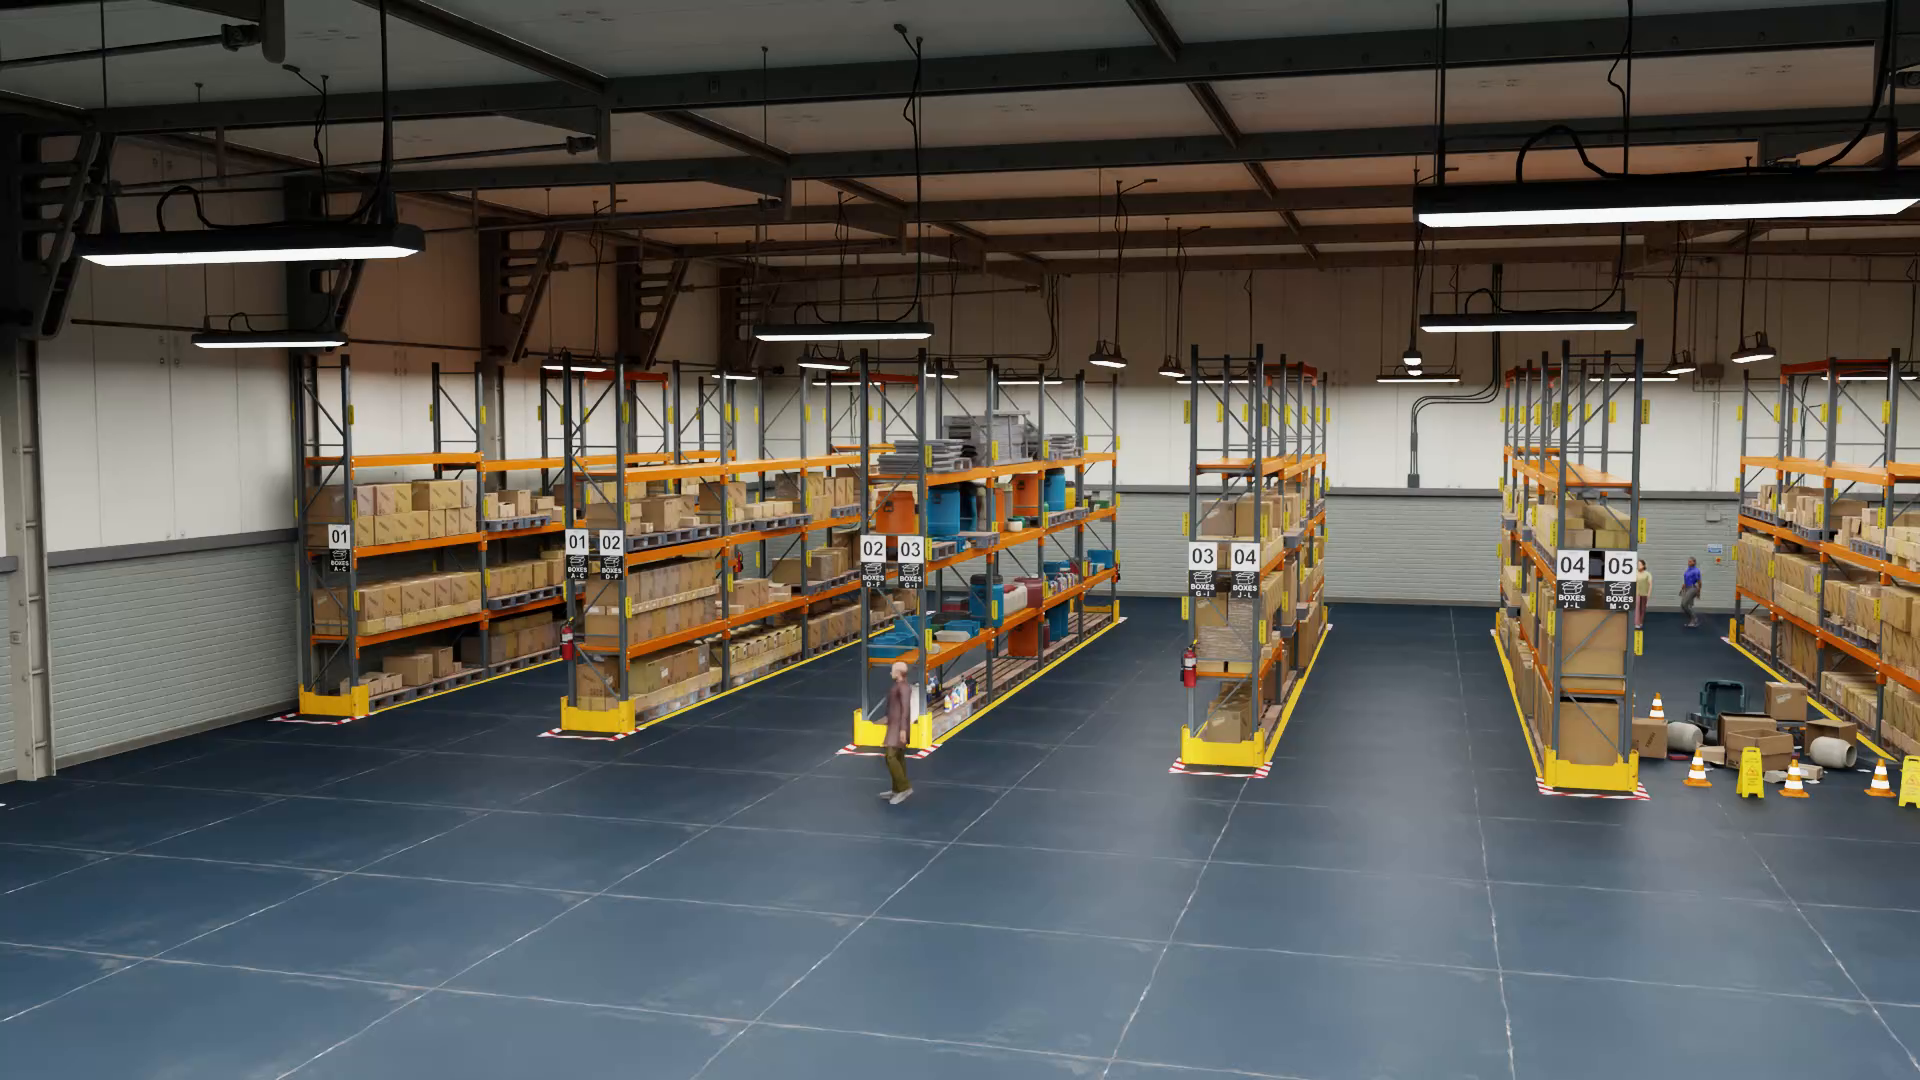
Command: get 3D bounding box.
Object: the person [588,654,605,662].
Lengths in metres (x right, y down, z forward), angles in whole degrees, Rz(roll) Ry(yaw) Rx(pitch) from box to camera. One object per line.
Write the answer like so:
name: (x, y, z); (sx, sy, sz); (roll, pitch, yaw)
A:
person: (-7.361, 1.625, 33.772); (0.449, 1.684, 0.508); (1, 4, 8)

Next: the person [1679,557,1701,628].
person: (17.187, 1.230, 39.207); (0.460, 1.675, 0.421); (0, 4, 2)

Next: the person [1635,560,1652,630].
person: (15.871, 1.266, 38.695); (0.423, 1.602, 1.048); (1, 4, 16)

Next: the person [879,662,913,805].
person: (-0.842, 2.501, 21.623); (0.414, 1.785, 0.644); (-1, 4, -11)
